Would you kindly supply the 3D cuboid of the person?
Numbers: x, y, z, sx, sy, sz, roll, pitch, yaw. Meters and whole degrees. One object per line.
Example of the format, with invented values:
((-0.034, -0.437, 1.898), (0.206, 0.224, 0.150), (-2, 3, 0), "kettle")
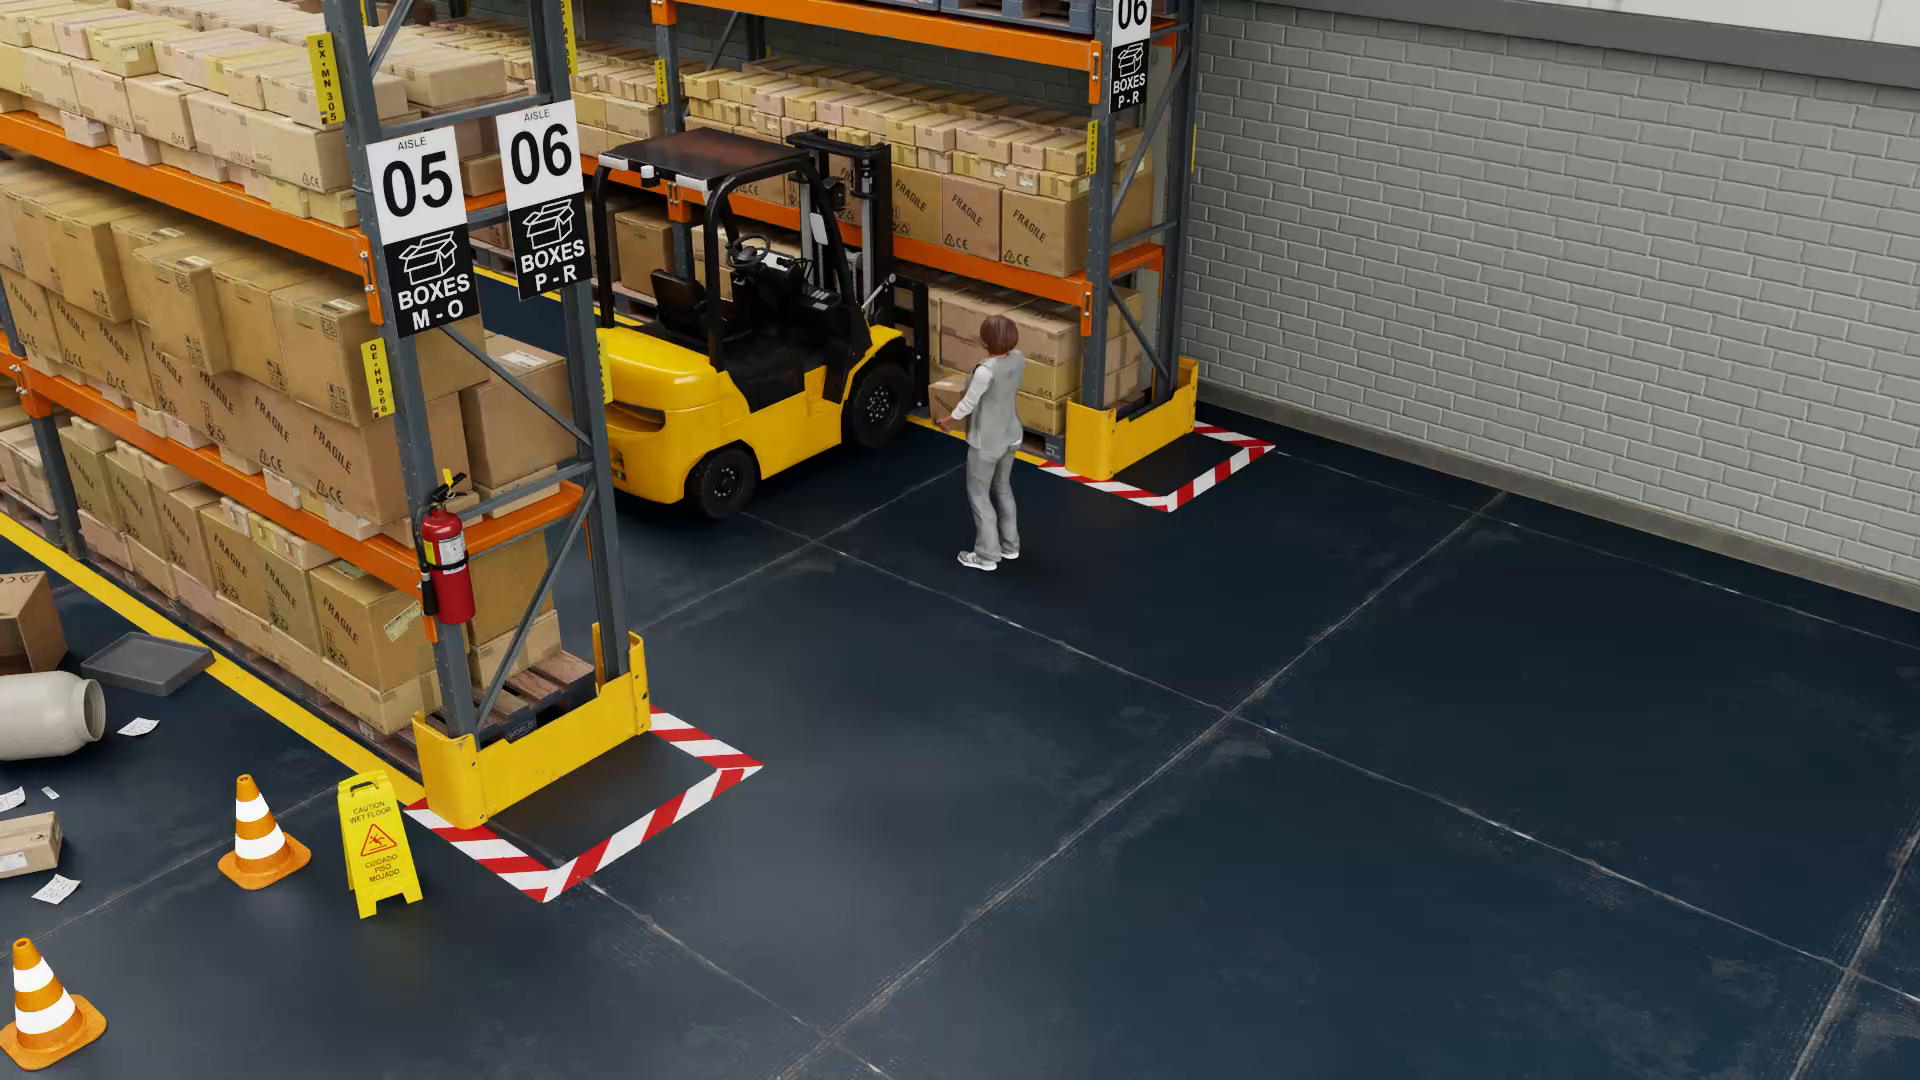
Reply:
((0.129, -0.602, 9.783), (0.494, 1.592, 0.404), (22, 35, 35), "person")
